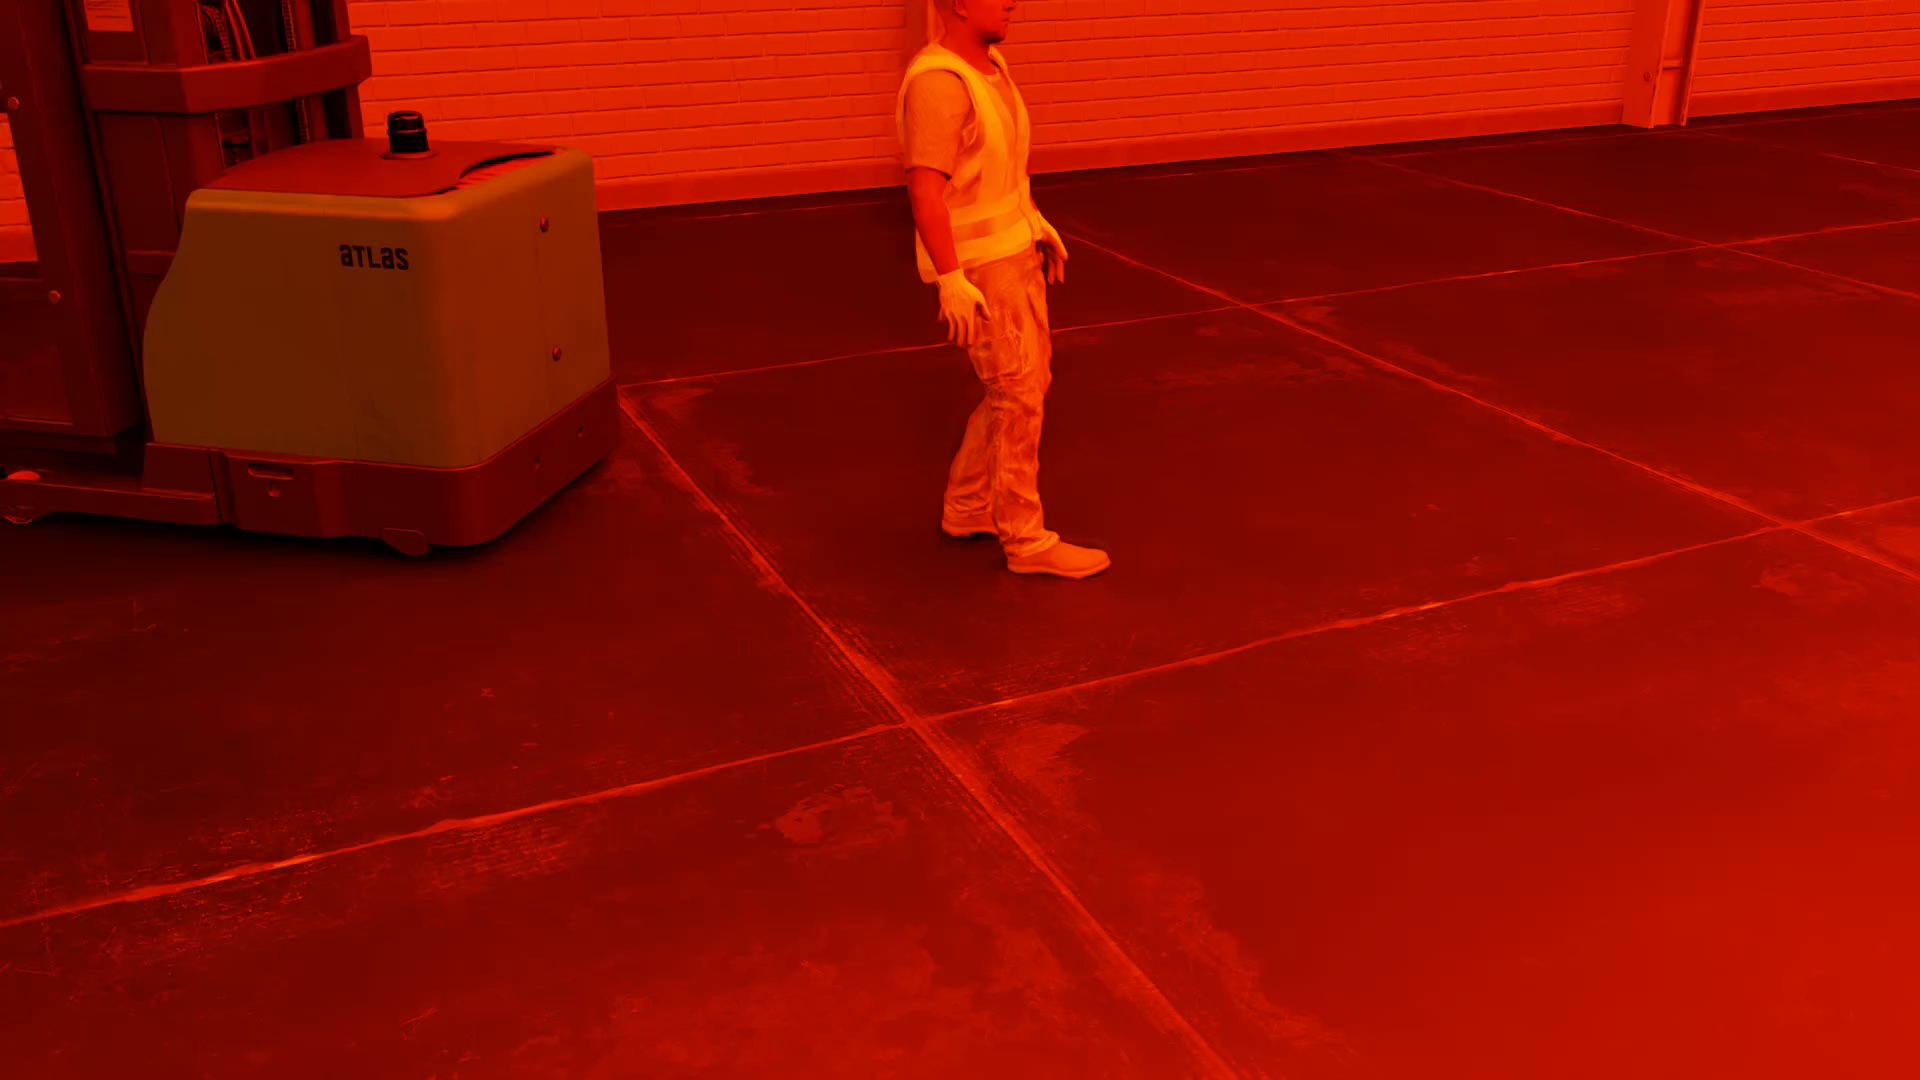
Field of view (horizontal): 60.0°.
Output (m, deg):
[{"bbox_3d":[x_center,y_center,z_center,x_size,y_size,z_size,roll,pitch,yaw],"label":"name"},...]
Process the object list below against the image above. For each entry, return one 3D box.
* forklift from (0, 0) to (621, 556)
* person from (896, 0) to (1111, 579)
[{"bbox_3d":[-2.741,-1.592,5.120,3.031,2.935,1.130,5,23,13],"label":"forklift"},{"bbox_3d":[0.164,-0.782,4.728,0.651,1.760,0.727,7,24,17],"label":"person"}]
